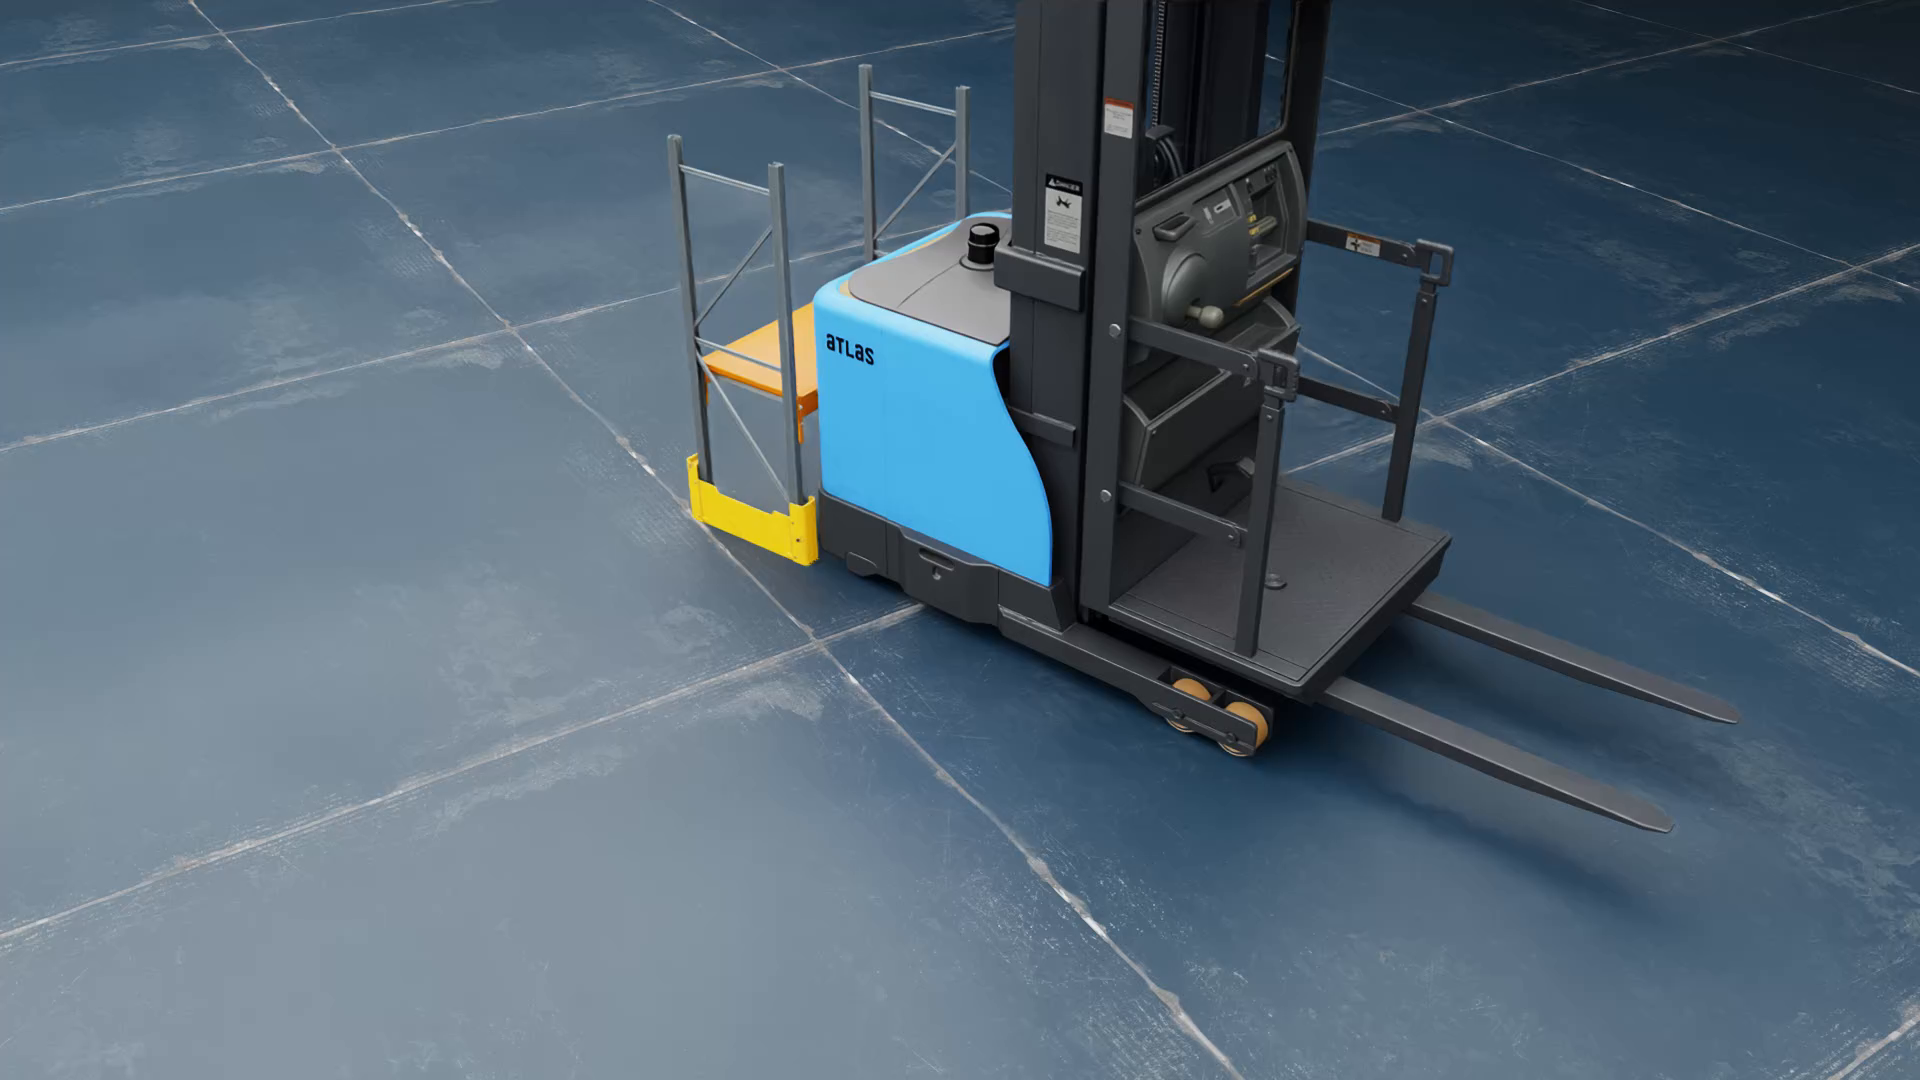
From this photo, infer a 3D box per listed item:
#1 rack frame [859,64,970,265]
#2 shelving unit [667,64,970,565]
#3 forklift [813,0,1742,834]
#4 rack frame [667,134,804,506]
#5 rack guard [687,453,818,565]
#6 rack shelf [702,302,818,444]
[{"bbox_3d":[-0.172,-1.084,6.563,0.500,1.500,0.032,22,38,30],"label":"rack frame"},{"bbox_3d":[-0.480,-0.862,6.211,0.587,1.500,1.083,22,38,30],"label":"shelving unit"},{"bbox_3d":[0.960,-0.887,4.910,3.031,2.935,1.130,23,39,32],"label":"forklift"},{"bbox_3d":[-0.777,-0.648,5.872,0.500,1.500,0.032,22,38,30],"label":"rack frame"},{"bbox_3d":[-0.776,-0.120,6.206,0.587,0.250,0.087,22,38,30],"label":"rack guard"},{"bbox_3d":[-0.475,-0.714,6.313,0.538,0.185,1.000,22,38,30],"label":"rack shelf"}]
